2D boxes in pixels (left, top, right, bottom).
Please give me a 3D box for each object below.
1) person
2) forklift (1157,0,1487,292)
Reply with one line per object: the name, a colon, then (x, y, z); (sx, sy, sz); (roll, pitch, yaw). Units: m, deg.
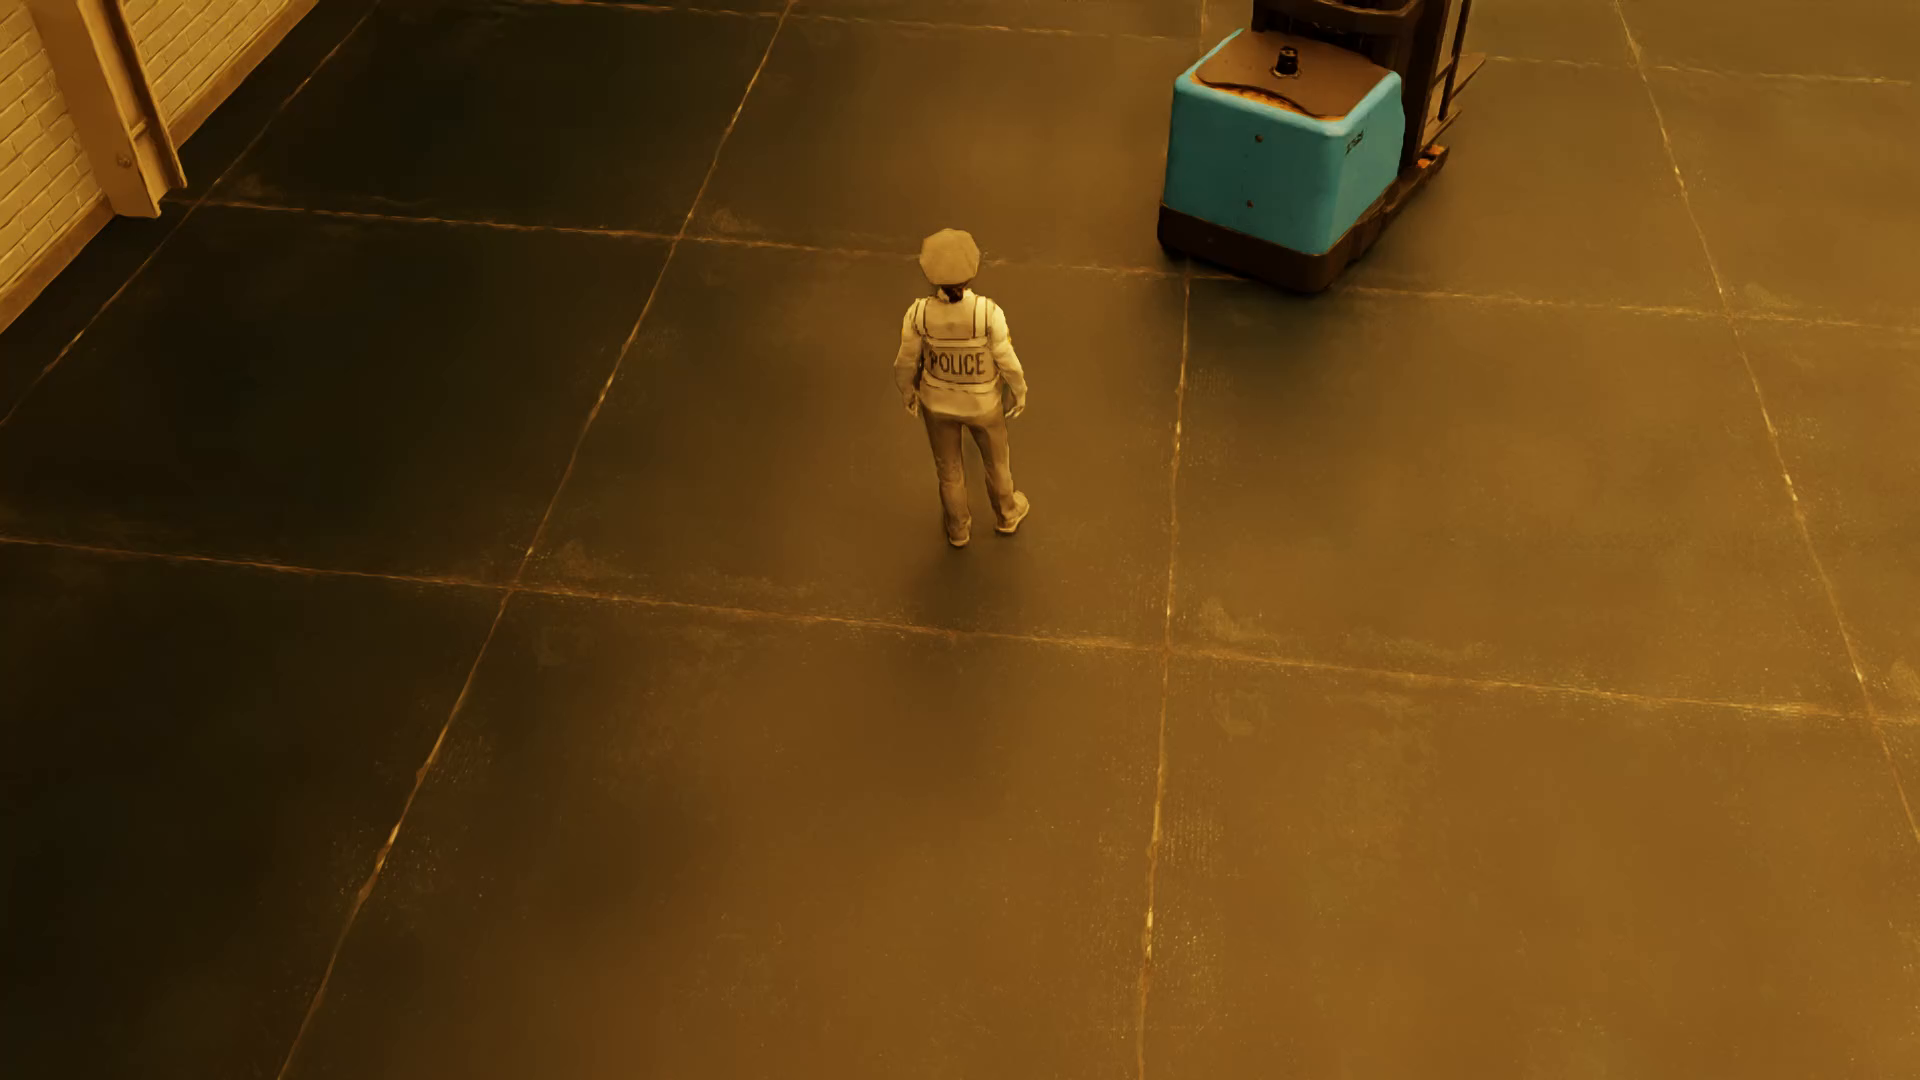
person: (0.016, -0.674, 7.361); (0.586, 1.695, 0.532); (5, 43, 6)
forklift: (2.390, -3.432, 9.460); (1.130, 2.935, 3.031); (24, 48, 24)
